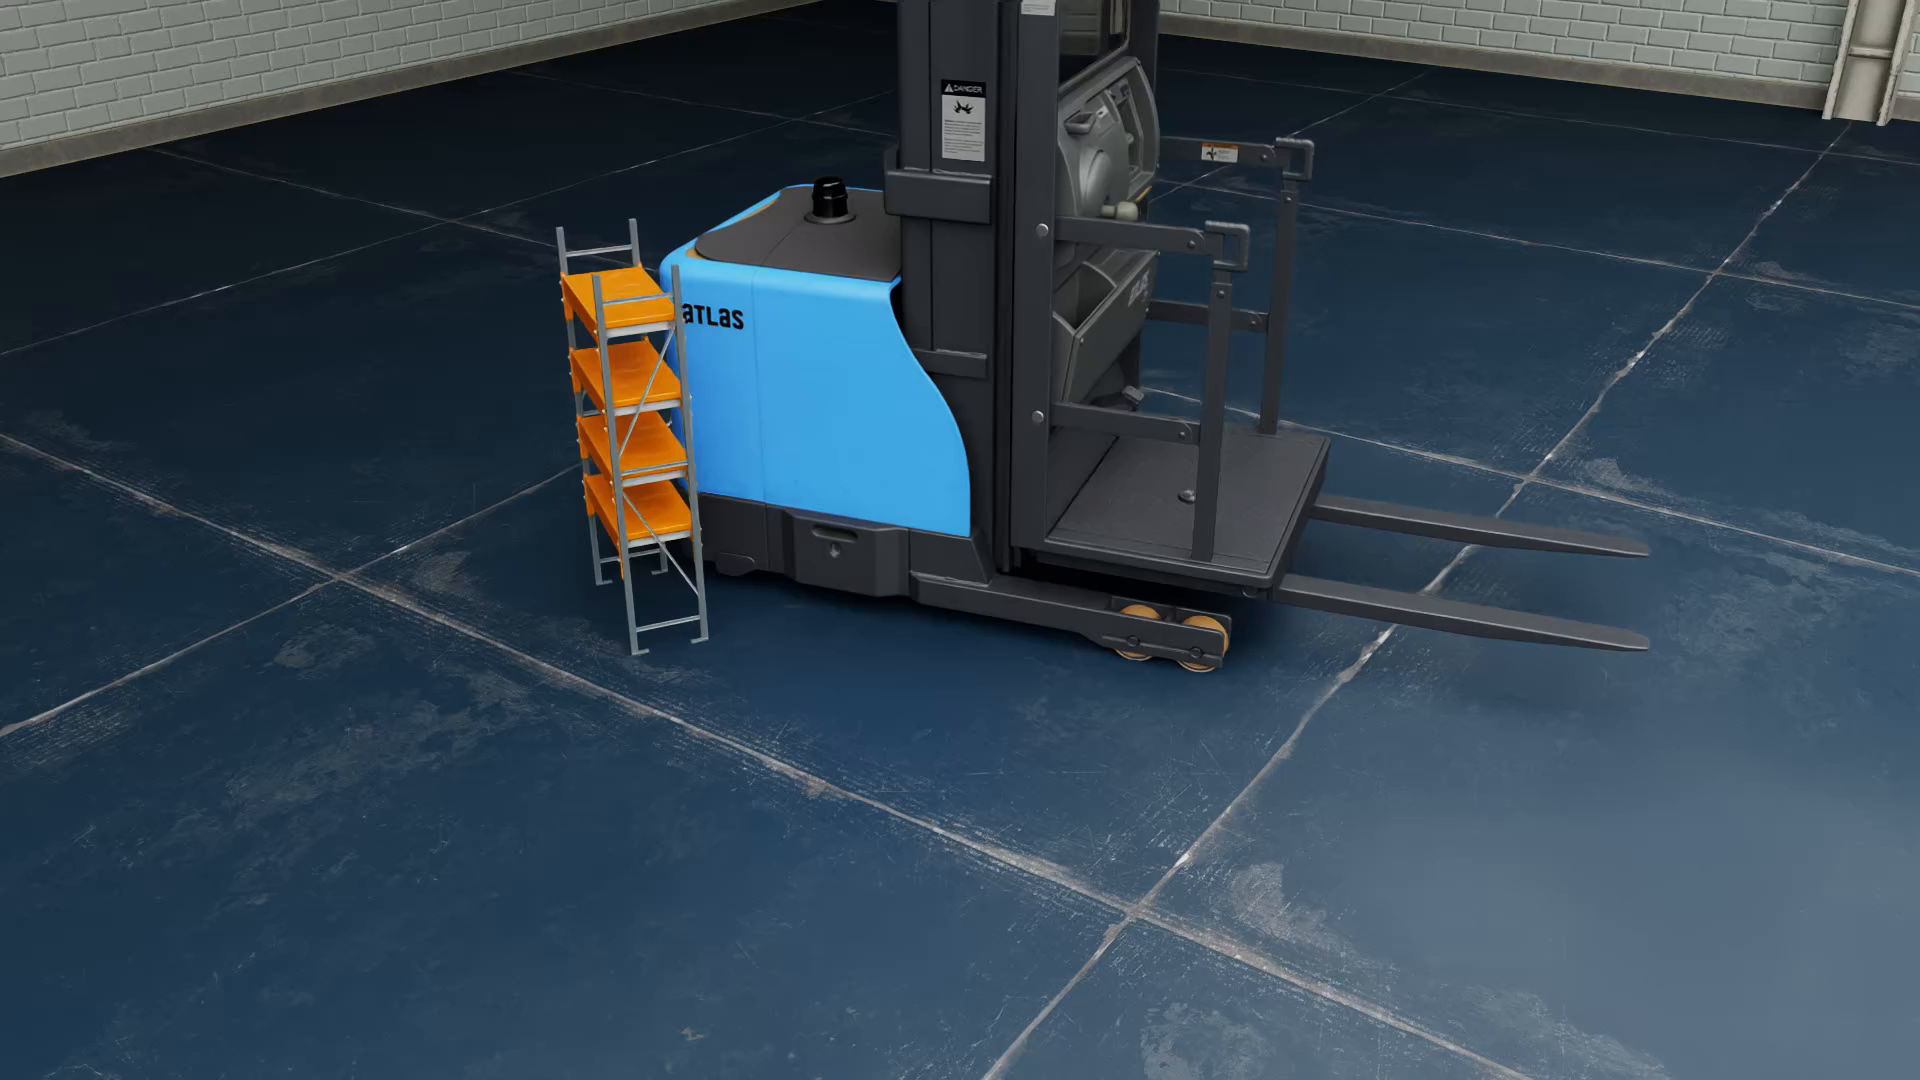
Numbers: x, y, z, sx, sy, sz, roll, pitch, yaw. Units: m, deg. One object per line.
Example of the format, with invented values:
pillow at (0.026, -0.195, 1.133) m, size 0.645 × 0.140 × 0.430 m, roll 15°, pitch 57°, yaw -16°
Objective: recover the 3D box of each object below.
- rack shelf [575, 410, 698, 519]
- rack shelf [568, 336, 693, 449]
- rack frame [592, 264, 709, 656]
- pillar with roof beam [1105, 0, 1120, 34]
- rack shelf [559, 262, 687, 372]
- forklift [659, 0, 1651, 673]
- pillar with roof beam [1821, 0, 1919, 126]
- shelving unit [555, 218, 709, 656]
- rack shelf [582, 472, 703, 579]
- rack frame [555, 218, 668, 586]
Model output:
rack shelf at (-0.988, -0.248, 5.062) m, size 0.258 × 0.148 × 0.480 m, roll -11°, pitch 29°, yaw -21°
rack shelf at (-0.988, -0.447, 4.961) m, size 0.258 × 0.148 × 0.480 m, roll -11°, pitch 29°, yaw -21°
rack frame at (-0.890, -0.206, 4.833) m, size 0.240 × 1.200 × 0.015 m, roll -11°, pitch 29°, yaw -21°
pillar with roof beam at (-1.199, -6.854, 9.296) m, size 0.400 × 9.000 × 9.100 m, roll 17°, pitch 32°, yaw 30°
rack shelf at (-0.988, -0.658, 4.854) m, size 0.258 × 0.148 × 0.480 m, roll -11°, pitch 29°, yaw -21°
forklift at (0.629, -1.182, 4.842) m, size 3.031 × 2.935 × 1.130 m, roll 10°, pitch 28°, yaw 18°
pillar with roof beam at (3.747, -5.313, 6.268) m, size 0.400 × 9.000 × 9.100 m, roll 17°, pitch 32°, yaw 30°
shelving unit at (-0.988, -0.308, 5.032) m, size 0.258 × 1.200 × 0.503 m, roll -11°, pitch 29°, yaw -21°
rack shelf at (-0.988, -0.071, 5.152) m, size 0.258 × 0.148 × 0.480 m, roll -11°, pitch 29°, yaw -21°
rack frame at (-1.085, -0.409, 5.231) m, size 0.240 × 1.200 × 0.015 m, roll -11°, pitch 29°, yaw -21°
